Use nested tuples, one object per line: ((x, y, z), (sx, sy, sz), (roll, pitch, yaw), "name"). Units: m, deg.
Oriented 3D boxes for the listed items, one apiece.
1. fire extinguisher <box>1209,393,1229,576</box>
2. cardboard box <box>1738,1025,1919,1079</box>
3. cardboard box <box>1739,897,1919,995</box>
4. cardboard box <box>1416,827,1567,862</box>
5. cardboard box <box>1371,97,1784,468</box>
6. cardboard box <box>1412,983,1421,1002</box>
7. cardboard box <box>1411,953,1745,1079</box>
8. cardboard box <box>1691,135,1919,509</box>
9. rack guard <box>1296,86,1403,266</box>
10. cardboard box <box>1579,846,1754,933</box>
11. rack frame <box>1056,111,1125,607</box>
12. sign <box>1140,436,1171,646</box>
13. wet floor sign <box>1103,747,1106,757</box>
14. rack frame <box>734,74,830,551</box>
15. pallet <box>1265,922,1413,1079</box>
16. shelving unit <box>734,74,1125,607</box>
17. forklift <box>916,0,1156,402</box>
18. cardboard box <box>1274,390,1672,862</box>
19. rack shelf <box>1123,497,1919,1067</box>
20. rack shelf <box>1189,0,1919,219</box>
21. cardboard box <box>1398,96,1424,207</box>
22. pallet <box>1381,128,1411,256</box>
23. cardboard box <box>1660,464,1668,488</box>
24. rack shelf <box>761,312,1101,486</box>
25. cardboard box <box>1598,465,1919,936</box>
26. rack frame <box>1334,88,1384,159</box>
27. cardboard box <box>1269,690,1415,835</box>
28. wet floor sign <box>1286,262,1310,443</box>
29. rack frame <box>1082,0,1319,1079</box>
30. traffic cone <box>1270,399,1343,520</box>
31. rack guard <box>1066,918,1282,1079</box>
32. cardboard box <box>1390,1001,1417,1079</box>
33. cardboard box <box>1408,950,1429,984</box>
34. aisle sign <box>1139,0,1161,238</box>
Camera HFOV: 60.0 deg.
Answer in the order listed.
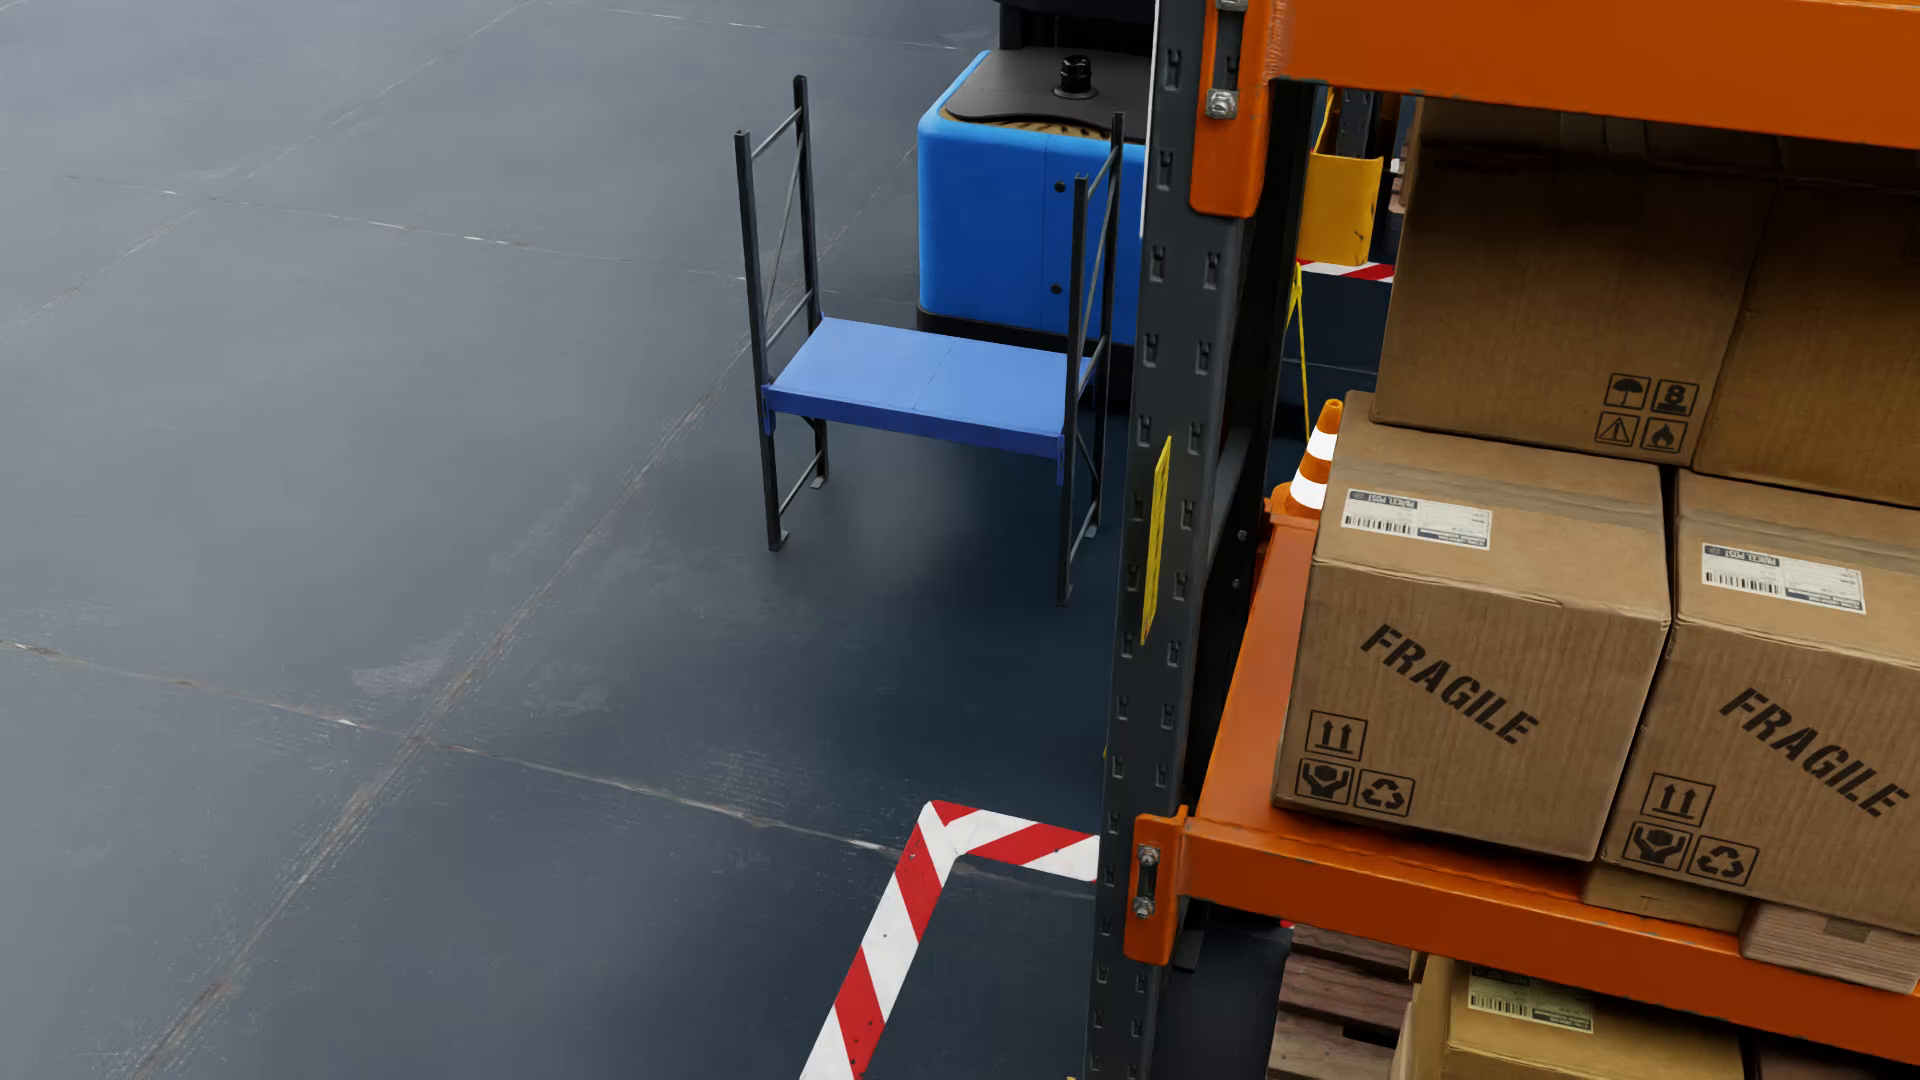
((0.483, -0.204, 3.562), (0.183, 0.674, 0.296), (10, 38, 14), "fire extinguisher")
((1.665, 1.075, 3.092), (0.500, 0.500, 0.500), (9, 37, 12), "cardboard box")
((1.420, 0.524, 2.719), (0.250, 0.149, 0.380), (11, 38, 15), "cardboard box")
((0.962, 0.361, 2.942), (0.250, 0.149, 0.380), (11, 38, 15), "cardboard box")
((1.007, -0.550, 2.788), (0.500, 0.500, 0.700), (10, 37, 13), "cardboard box")
((1.329, 0.979, 3.855), (0.500, 0.250, 0.500), (10, 38, 14), "cardboard box")
((1.165, 0.985, 3.214), (0.500, 0.500, 0.500), (9, 37, 12), "cardboard box")
((1.488, -0.457, 2.661), (0.500, 0.500, 0.700), (11, 38, 14), "cardboard box")
((1.811, -1.770, 7.734), (0.348, 0.500, 1.175), (10, 38, 14), "rack guard")
((1.191, 0.453, 2.815), (0.250, 0.149, 0.380), (9, 37, 12), "cardboard box")
((0.404, -0.529, 5.204), (0.032, 1.500, 0.500), (10, 38, 14), "rack frame")
((0.293, 0.004, 2.484), (0.005, 0.325, 0.100), (10, 38, 14), "sign")
((0.592, 0.355, 4.724), (0.232, 0.644, 0.267), (24, 43, 29), "wet floor sign")
((-0.567, -0.709, 5.448), (0.032, 1.500, 0.500), (10, 38, 14), "rack frame")
((1.292, 1.346, 3.744), (1.213, 0.211, 1.003), (10, 38, 14), "pallet")
((-0.081, -0.619, 5.326), (1.048, 1.500, 0.538), (10, 38, 14), "shelving unit")
((0.776, -2.570, 6.769), (1.130, 2.935, 3.031), (11, 38, 15), "forklift")
((0.824, 0.126, 2.713), (0.500, 0.500, 0.500), (10, 38, 13), "cardboard box")
((2.363, 0.689, 2.890), (4.000, 0.370, 1.077), (10, 38, 14), "rack shelf")
((2.363, -0.519, 2.001), (4.000, 0.370, 1.077), (10, 38, 14), "rack shelf")
((2.501, -2.004, 7.380), (0.875, 0.875, 0.875), (11, 38, 14), "cardboard box")
((2.620, -1.553, 7.682), (1.213, 0.211, 1.003), (10, 38, 14), "pallet")
((1.055, -0.174, 3.121), (0.500, 0.500, 0.500), (10, 37, 13), "cardboard box")
((-0.081, -0.474, 5.433), (1.000, 0.185, 0.538), (10, 38, 14), "rack shelf")
((1.319, 0.216, 2.591), (0.500, 0.500, 0.500), (12, 38, 15), "cardboard box")
((1.834, -2.773, 6.987), (0.127, 3.000, 1.000), (10, 38, 14), "rack frame")
((0.717, 0.324, 2.991), (0.250, 0.149, 0.380), (11, 38, 14), "cardboard box")
((1.216, -0.710, 6.170), (0.232, 0.644, 0.267), (4, 37, 6), "wet floor sign")
((0.454, 0.046, 3.157), (0.127, 3.000, 1.000), (10, 38, 14), "rack frame")
((1.256, -0.275, 5.733), (0.334, 0.463, 0.336), (10, 38, 14), "traffic cone")
((0.527, 1.066, 3.880), (0.348, 0.500, 1.175), (10, 38, 14), "rack guard")
((1.142, 1.283, 3.442), (0.500, 0.250, 0.500), (10, 38, 14), "cardboard box")
((1.297, 0.676, 3.634), (0.500, 0.500, 0.500), (11, 38, 14), "cardboard box")
((0.303, -0.837, 2.163), (0.004, 0.787, 0.394), (10, 38, 14), "aisle sign")
